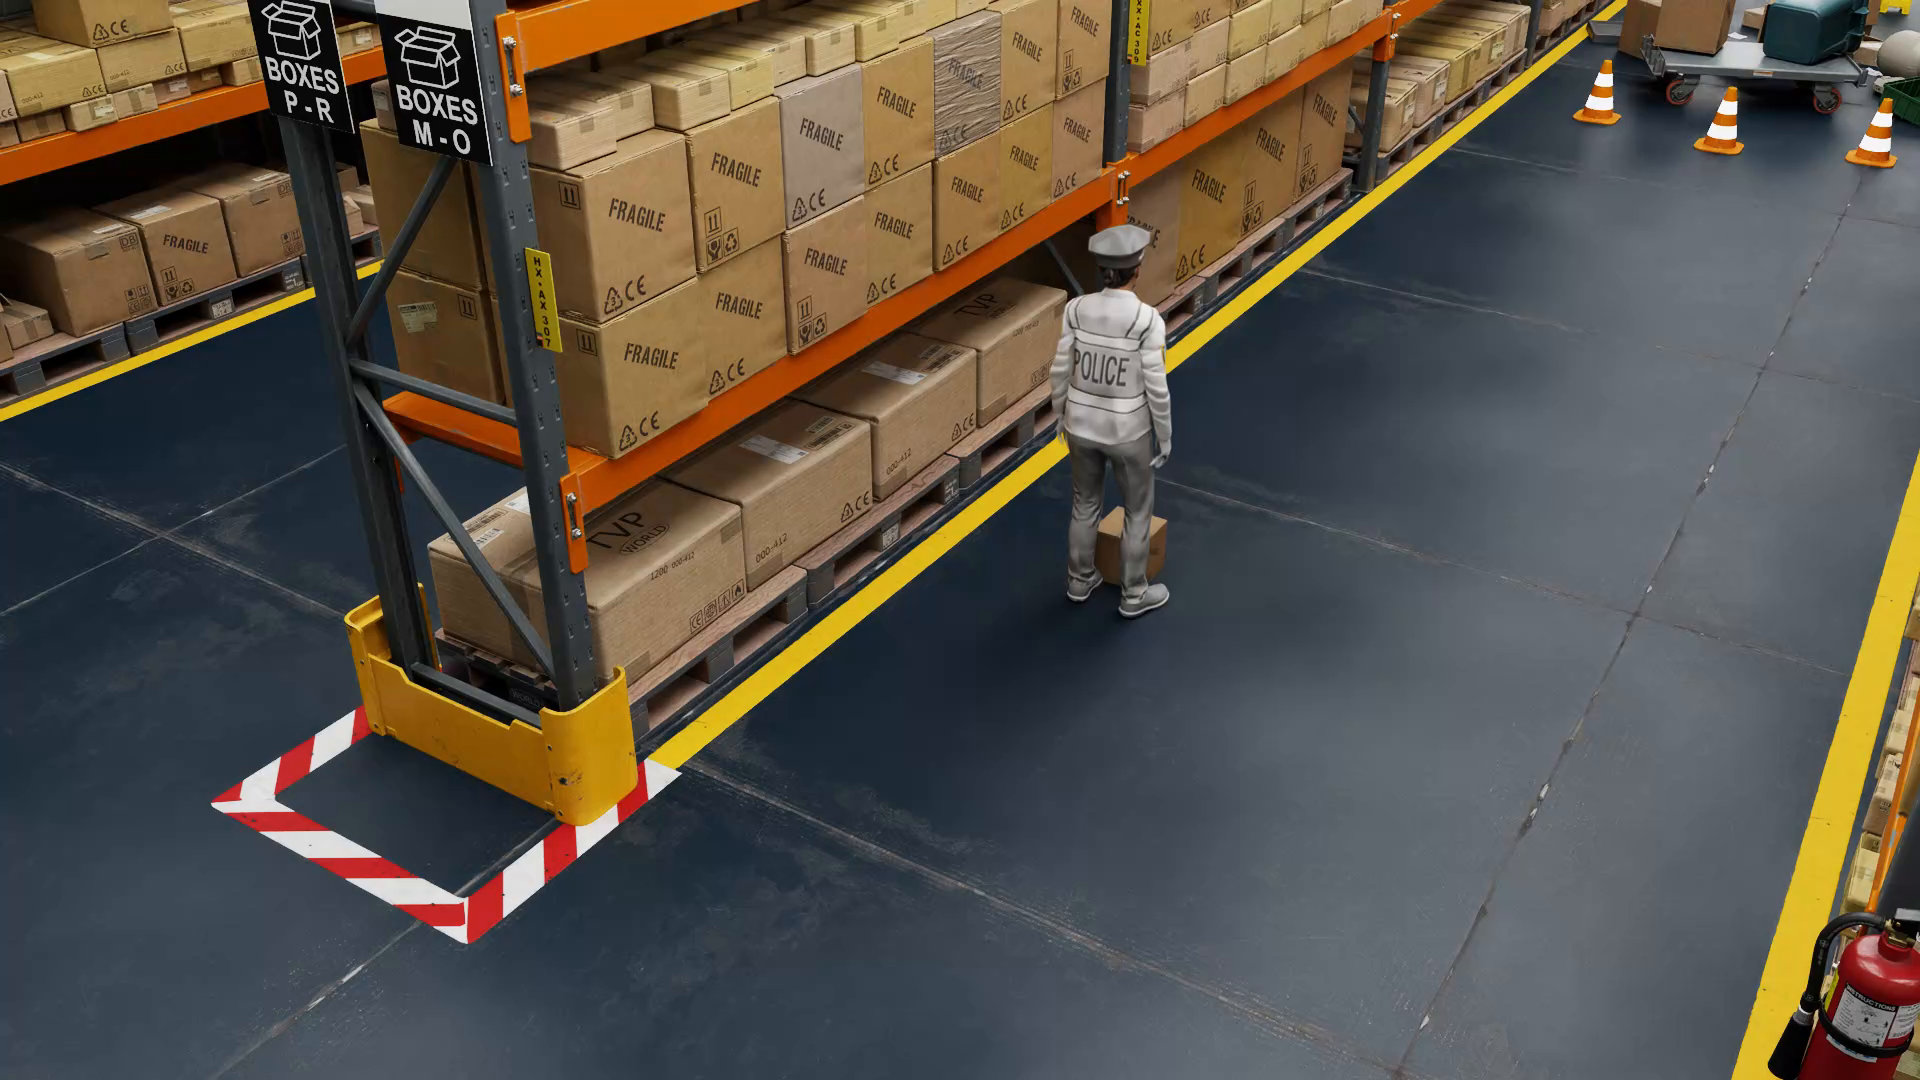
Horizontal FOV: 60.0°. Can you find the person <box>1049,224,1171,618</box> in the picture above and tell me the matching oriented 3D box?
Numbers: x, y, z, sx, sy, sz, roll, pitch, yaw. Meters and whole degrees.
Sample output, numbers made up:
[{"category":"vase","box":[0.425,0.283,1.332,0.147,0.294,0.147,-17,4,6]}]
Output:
[{"category":"person","box":[0.629,-0.461,6.907,0.535,1.662,0.373,16,34,25]}]
